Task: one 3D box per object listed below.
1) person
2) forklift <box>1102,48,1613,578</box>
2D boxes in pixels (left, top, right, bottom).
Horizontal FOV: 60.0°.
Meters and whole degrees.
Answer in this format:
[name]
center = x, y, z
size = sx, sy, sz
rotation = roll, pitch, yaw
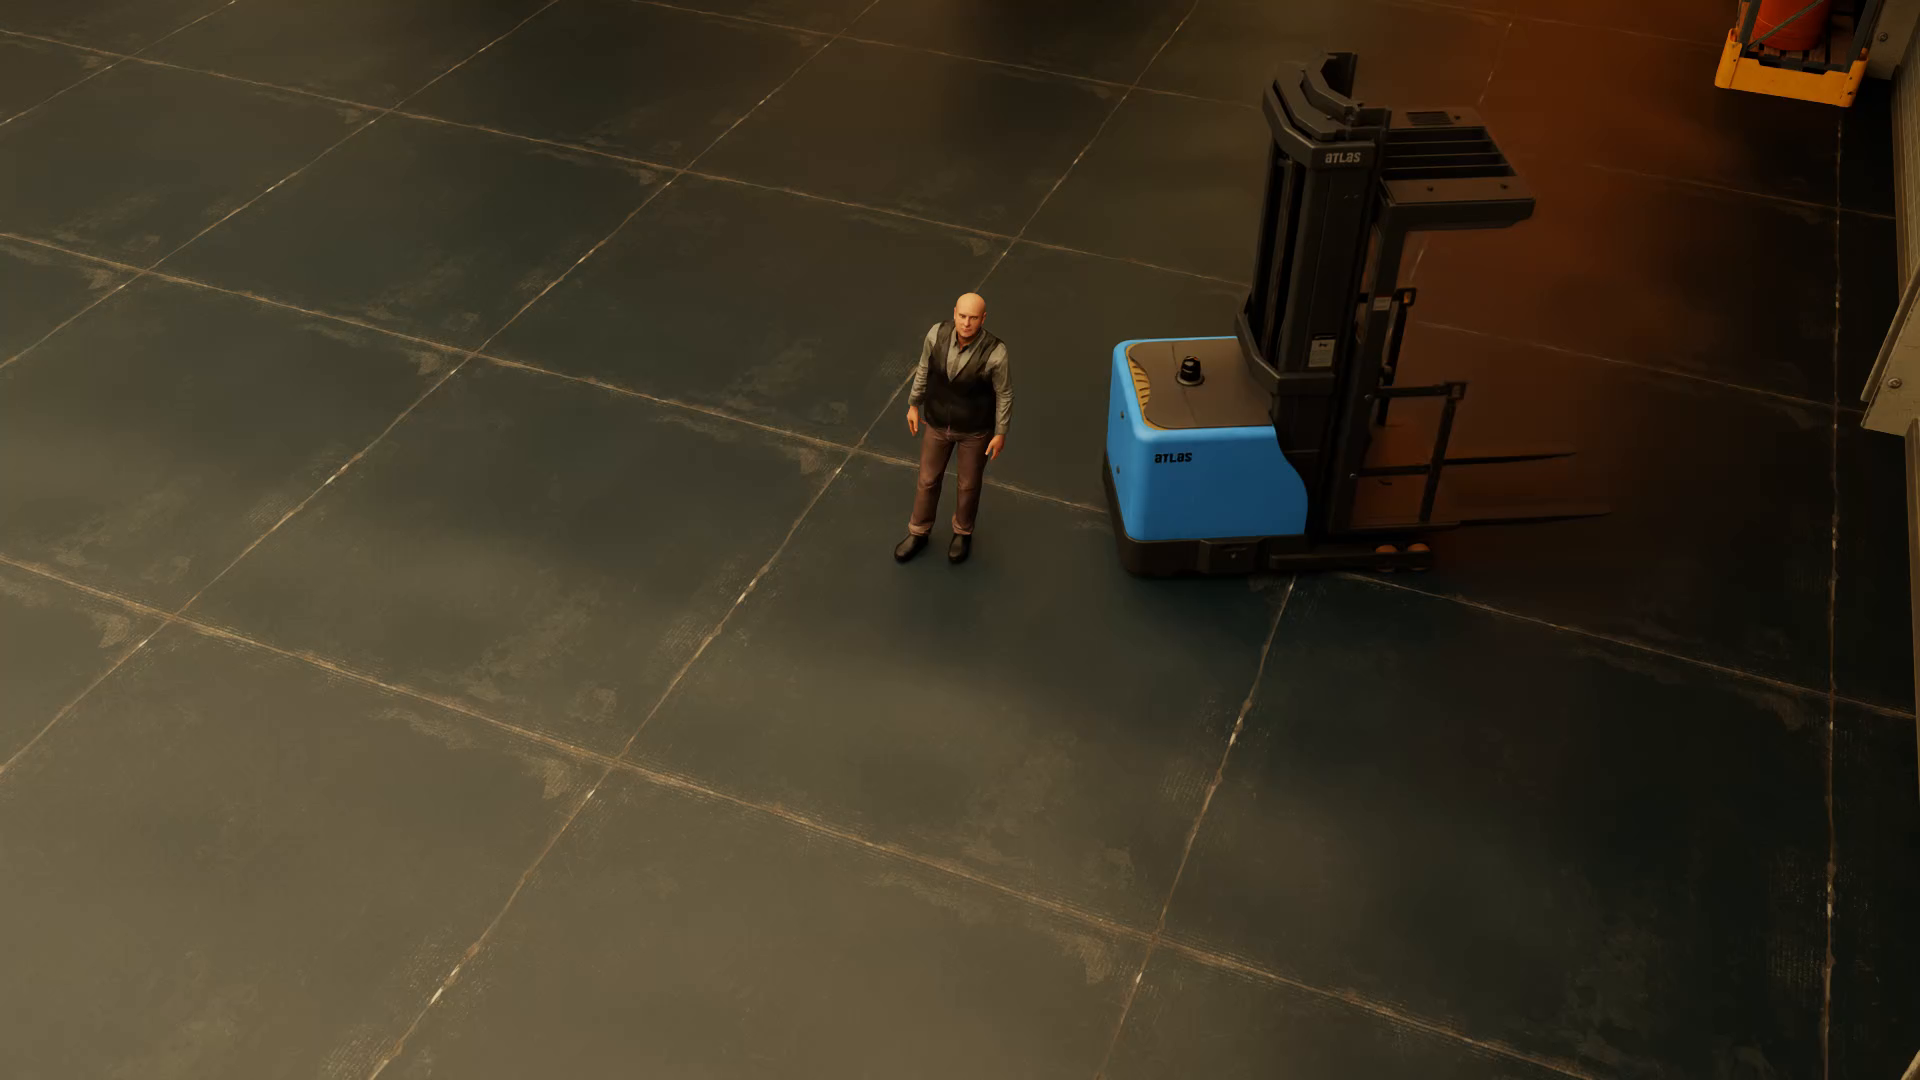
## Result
[person]
center = -0.031, -0.631, 9.691
size = 0.632, 1.720, 0.568
rotation = 15, 42, 17
[forklift]
center = 2.453, -1.269, 9.522
size = 3.031, 2.935, 1.130
rotation = -3, 40, -3
